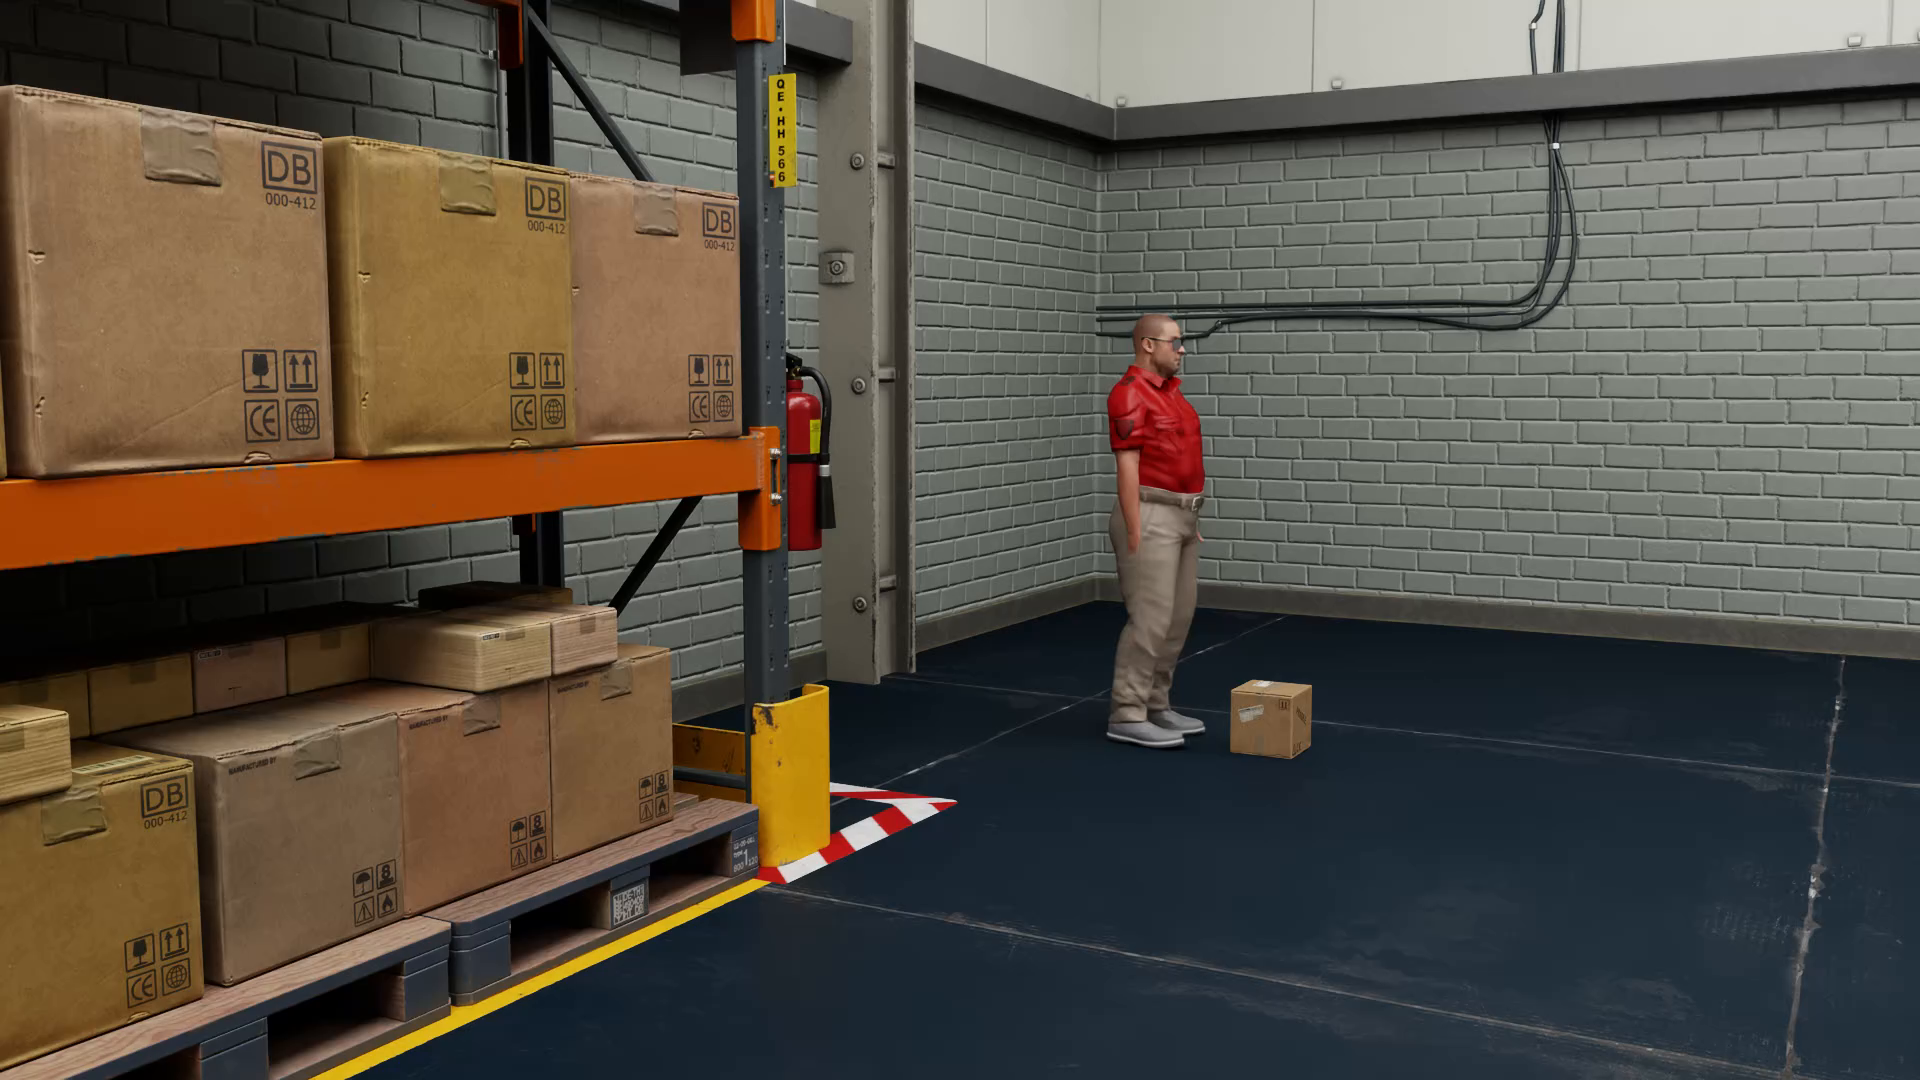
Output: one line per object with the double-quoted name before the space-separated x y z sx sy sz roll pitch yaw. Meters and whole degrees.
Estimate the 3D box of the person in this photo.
"person" 0.818 -0.049 6.728 0.356 1.722 0.527 3 7 30
